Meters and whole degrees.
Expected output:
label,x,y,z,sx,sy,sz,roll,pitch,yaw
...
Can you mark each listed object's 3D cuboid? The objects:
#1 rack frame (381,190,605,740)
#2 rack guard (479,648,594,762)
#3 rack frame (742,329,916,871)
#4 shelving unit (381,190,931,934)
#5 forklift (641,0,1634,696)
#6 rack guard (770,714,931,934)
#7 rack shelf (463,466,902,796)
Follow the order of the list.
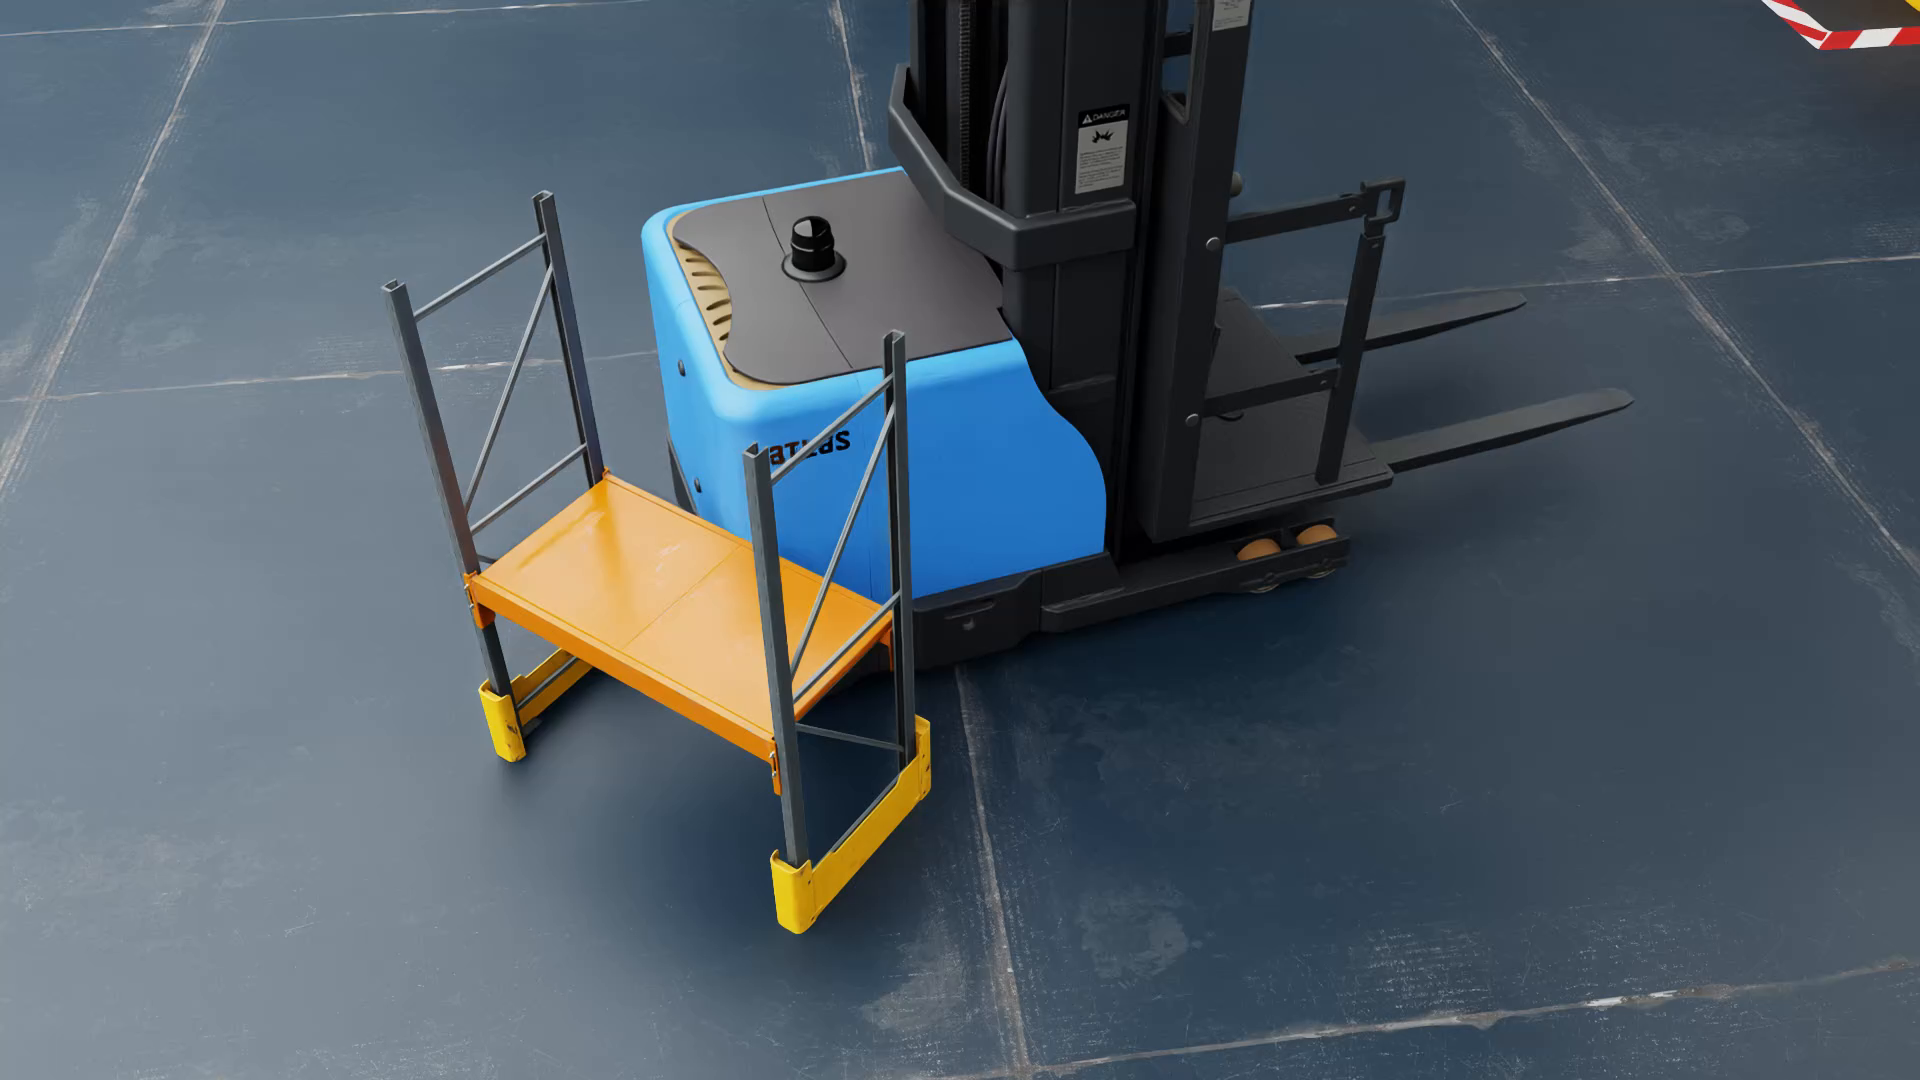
label,x,y,z,sx,sy,sz,roll,pitch,yaw
rack frame,-1.109,-0.125,4.269,0.032,1.500,0.500,24,47,25
rack guard,-1.093,0.346,4.680,0.087,0.250,0.587,24,47,25
rack frame,-0.267,0.256,3.846,0.032,1.500,0.500,24,47,25
shelving unit,-0.681,0.069,4.054,1.083,1.500,0.587,24,47,25
forklift,0.664,-1.247,4.445,3.031,2.935,1.130,-13,44,-14
rack guard,-0.268,0.720,4.266,0.087,0.250,0.587,24,47,25
rack shelf,-0.688,0.199,4.178,1.000,0.185,0.538,24,47,25
